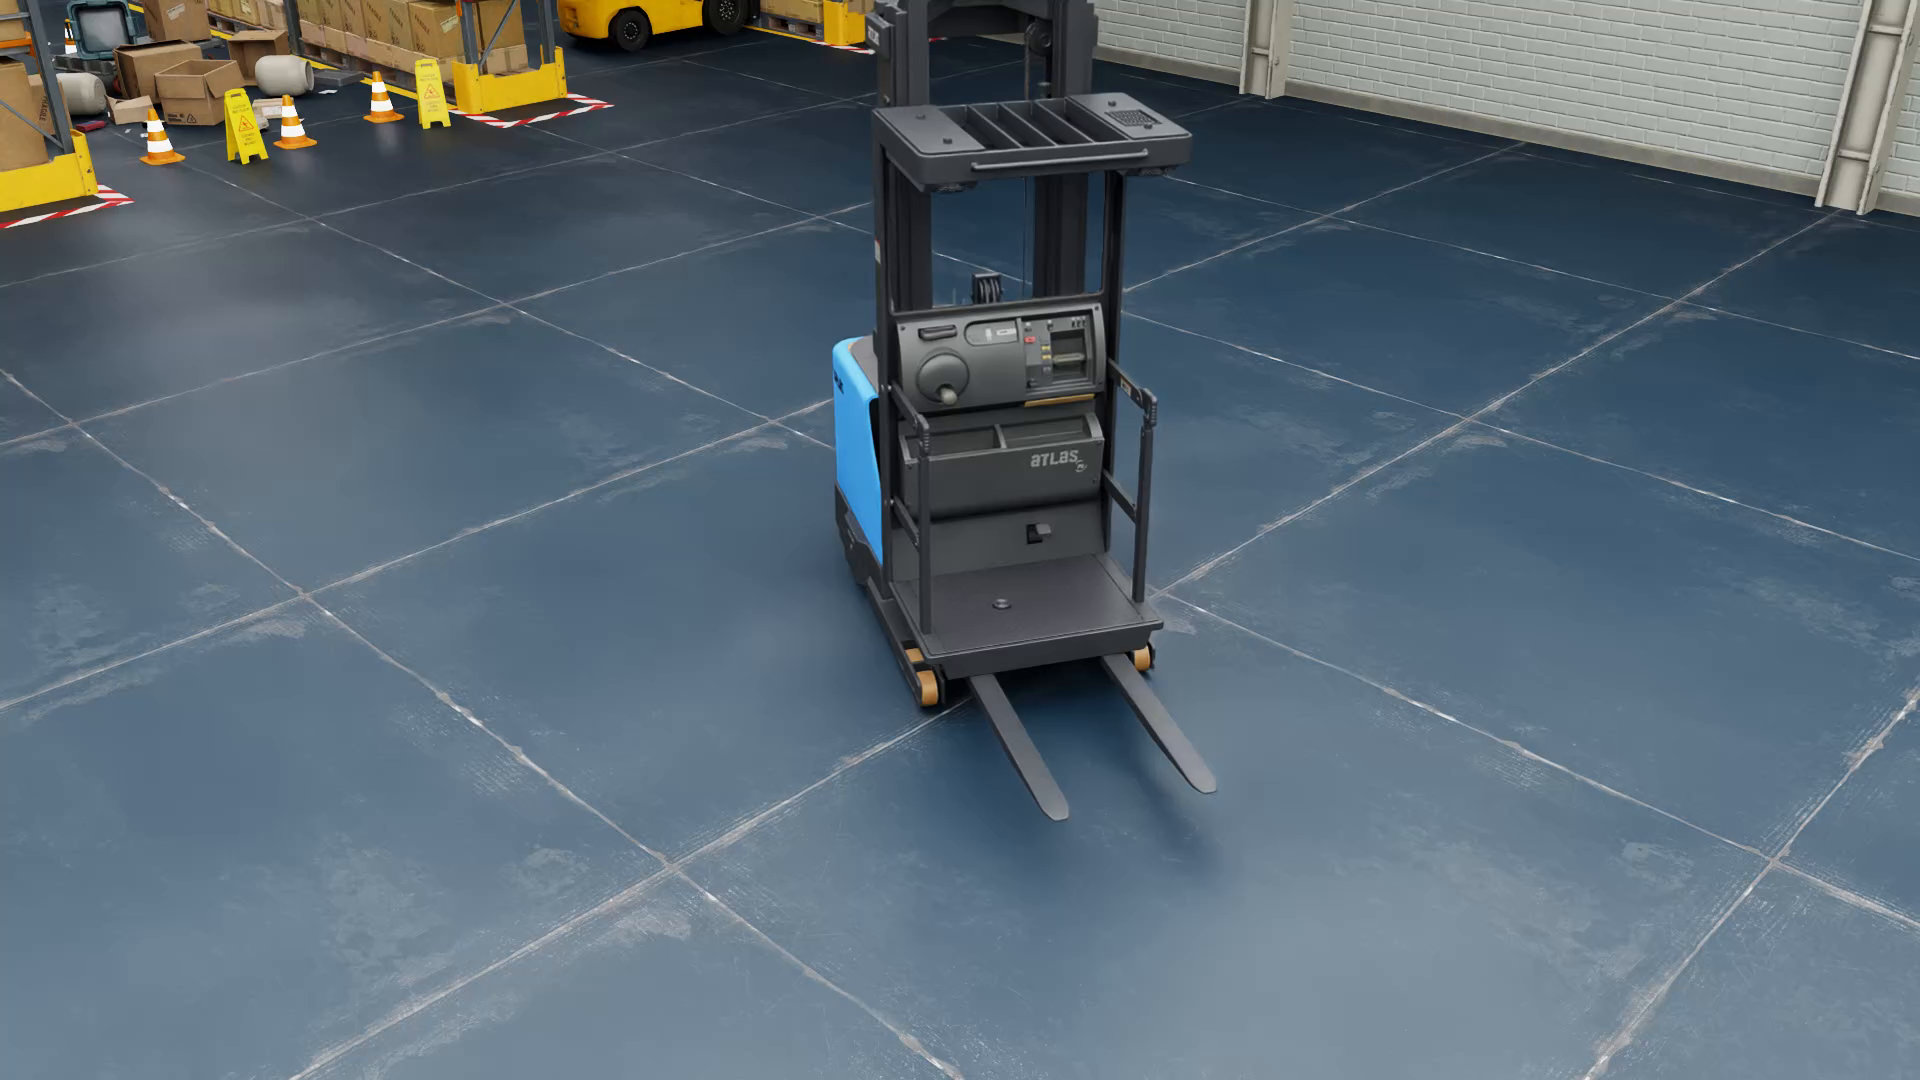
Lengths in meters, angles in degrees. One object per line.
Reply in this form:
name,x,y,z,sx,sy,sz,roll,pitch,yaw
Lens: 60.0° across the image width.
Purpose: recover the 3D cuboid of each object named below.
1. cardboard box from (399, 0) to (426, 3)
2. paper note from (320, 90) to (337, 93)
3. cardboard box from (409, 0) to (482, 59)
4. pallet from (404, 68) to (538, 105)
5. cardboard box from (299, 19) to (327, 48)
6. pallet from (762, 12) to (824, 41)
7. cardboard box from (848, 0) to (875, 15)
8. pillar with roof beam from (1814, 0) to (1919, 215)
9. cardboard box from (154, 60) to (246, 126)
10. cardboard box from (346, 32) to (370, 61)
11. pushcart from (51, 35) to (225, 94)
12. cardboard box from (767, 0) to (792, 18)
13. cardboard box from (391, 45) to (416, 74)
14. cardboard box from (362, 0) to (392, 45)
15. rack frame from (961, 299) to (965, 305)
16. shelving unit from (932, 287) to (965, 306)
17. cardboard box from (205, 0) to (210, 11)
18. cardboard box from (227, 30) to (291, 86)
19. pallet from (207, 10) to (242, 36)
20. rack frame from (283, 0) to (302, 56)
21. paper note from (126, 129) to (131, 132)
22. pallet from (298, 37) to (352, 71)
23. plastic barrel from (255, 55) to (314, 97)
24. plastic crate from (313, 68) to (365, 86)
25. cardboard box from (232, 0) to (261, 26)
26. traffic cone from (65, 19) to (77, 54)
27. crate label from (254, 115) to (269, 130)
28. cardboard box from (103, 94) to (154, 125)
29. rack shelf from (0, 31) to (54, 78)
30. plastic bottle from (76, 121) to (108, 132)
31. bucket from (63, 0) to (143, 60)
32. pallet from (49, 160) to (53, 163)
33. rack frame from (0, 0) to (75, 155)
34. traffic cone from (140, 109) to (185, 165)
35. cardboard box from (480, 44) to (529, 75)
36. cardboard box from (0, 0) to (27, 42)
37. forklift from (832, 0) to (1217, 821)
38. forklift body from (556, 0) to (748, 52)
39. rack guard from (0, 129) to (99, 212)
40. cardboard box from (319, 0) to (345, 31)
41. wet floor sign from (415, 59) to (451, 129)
cardboard box,-5.708,-5.764,17.489,0.380,0.149,0.250,-24,36,-38
paper note,-6.802,-4.836,17.914,0.148,0.019,0.142,12,30,22
cardboard box,-5.399,-5.379,17.454,0.500,0.500,0.500,25,37,39
pallet,-5.253,-4.971,17.976,1.213,0.211,1.003,25,36,38
cardboard box,-7.265,-5.895,19.242,0.500,0.250,0.500,23,35,36
pallet,-1.742,-6.553,20.986,1.213,0.211,1.003,25,36,38
cardboard box,-1.380,-6.746,20.859,0.500,0.250,0.500,25,37,39
pillar with roof beam,4.507,-5.389,9.330,0.400,9.000,9.100,25,36,38
cardboard box,-7.672,-4.531,16.827,0.637,0.503,0.797,2,28,4
cardboard box,-6.497,-5.553,18.590,0.500,0.250,0.500,24,36,38
pushcart,-9.060,-5.275,18.376,0.936,0.377,1.648,12,30,22
cardboard box,-2.072,-6.735,20.838,0.500,0.250,0.500,25,36,38
cardboard box,-5.773,-5.218,17.954,0.500,0.250,0.500,25,37,39
cardboard box,-6.128,-5.715,18.093,0.500,0.500,0.500,24,36,37
rack frame,-0.089,-0.689,8.770,0.240,1.200,0.006,-8,29,-14
shelving unit,-0.115,-0.730,8.848,0.258,1.200,0.189,-8,29,-14
cardboard box,-9.421,-7.111,21.422,0.625,0.372,0.950,24,36,37
cardboard box,-7.687,-5.302,18.293,0.500,0.500,0.500,-3,28,-5
pallet,-8.927,-6.626,21.124,1.213,0.211,1.003,25,36,38
rack frame,-7.497,-7.208,19.236,0.127,3.000,1.000,25,36,38
paper note,-8.220,-4.043,16.428,0.032,0.001,0.123,-7,29,-14
pallet,-6.993,-5.767,19.491,1.213,0.211,1.003,25,36,38
plastic barrel,-7.179,-4.935,17.680,0.512,0.421,0.421,-3,28,-5
plastic crate,-6.952,-5.132,18.424,0.583,0.080,0.402,12,30,22
cardboard box,-8.388,-6.635,20.518,0.950,0.372,0.625,-23,35,-36
traffic cone,-10.271,-5.788,19.261,0.334,0.463,0.336,25,36,38
crate label,-6.995,-4.105,16.410,0.298,0.136,0.250,7,29,13
cardboard box,-8.378,-4.373,16.781,0.396,0.266,0.258,-18,33,-31
rack shelf,-9.469,-4.562,14.976,4.000,0.370,1.077,25,36,38
plastic bottle,-8.614,-4.117,16.514,0.133,0.061,0.283,12,30,22
bucket,-9.182,-5.477,17.828,0.726,0.611,0.620,-13,20,-22
pallet,-8.668,-3.228,14.663,1.213,0.211,1.003,25,36,38
rack frame,-8.043,-4.228,13.567,0.127,3.000,1.000,25,36,38
traffic cone,-7.426,-3.749,15.383,0.334,0.463,0.336,25,36,38
cardboard box,-5.026,-5.227,17.971,0.500,0.250,0.500,24,36,38
cardboard box,-8.339,-4.400,13.734,0.550,0.550,0.875,25,36,38
forklift,0.248,-0.763,7.052,1.130,2.935,3.031,-8,29,-14
forklift body,-3.798,-7.189,20.112,1.214,2.155,2.313,25,36,38
rack guard,-8.026,-3.113,14.134,0.348,0.500,1.175,25,36,38
cardboard box,-6.875,-6.056,18.742,0.500,0.500,0.500,-24,36,-37
wet floor sign,-5.259,-4.444,16.509,0.267,0.644,0.232,-13,30,-22
